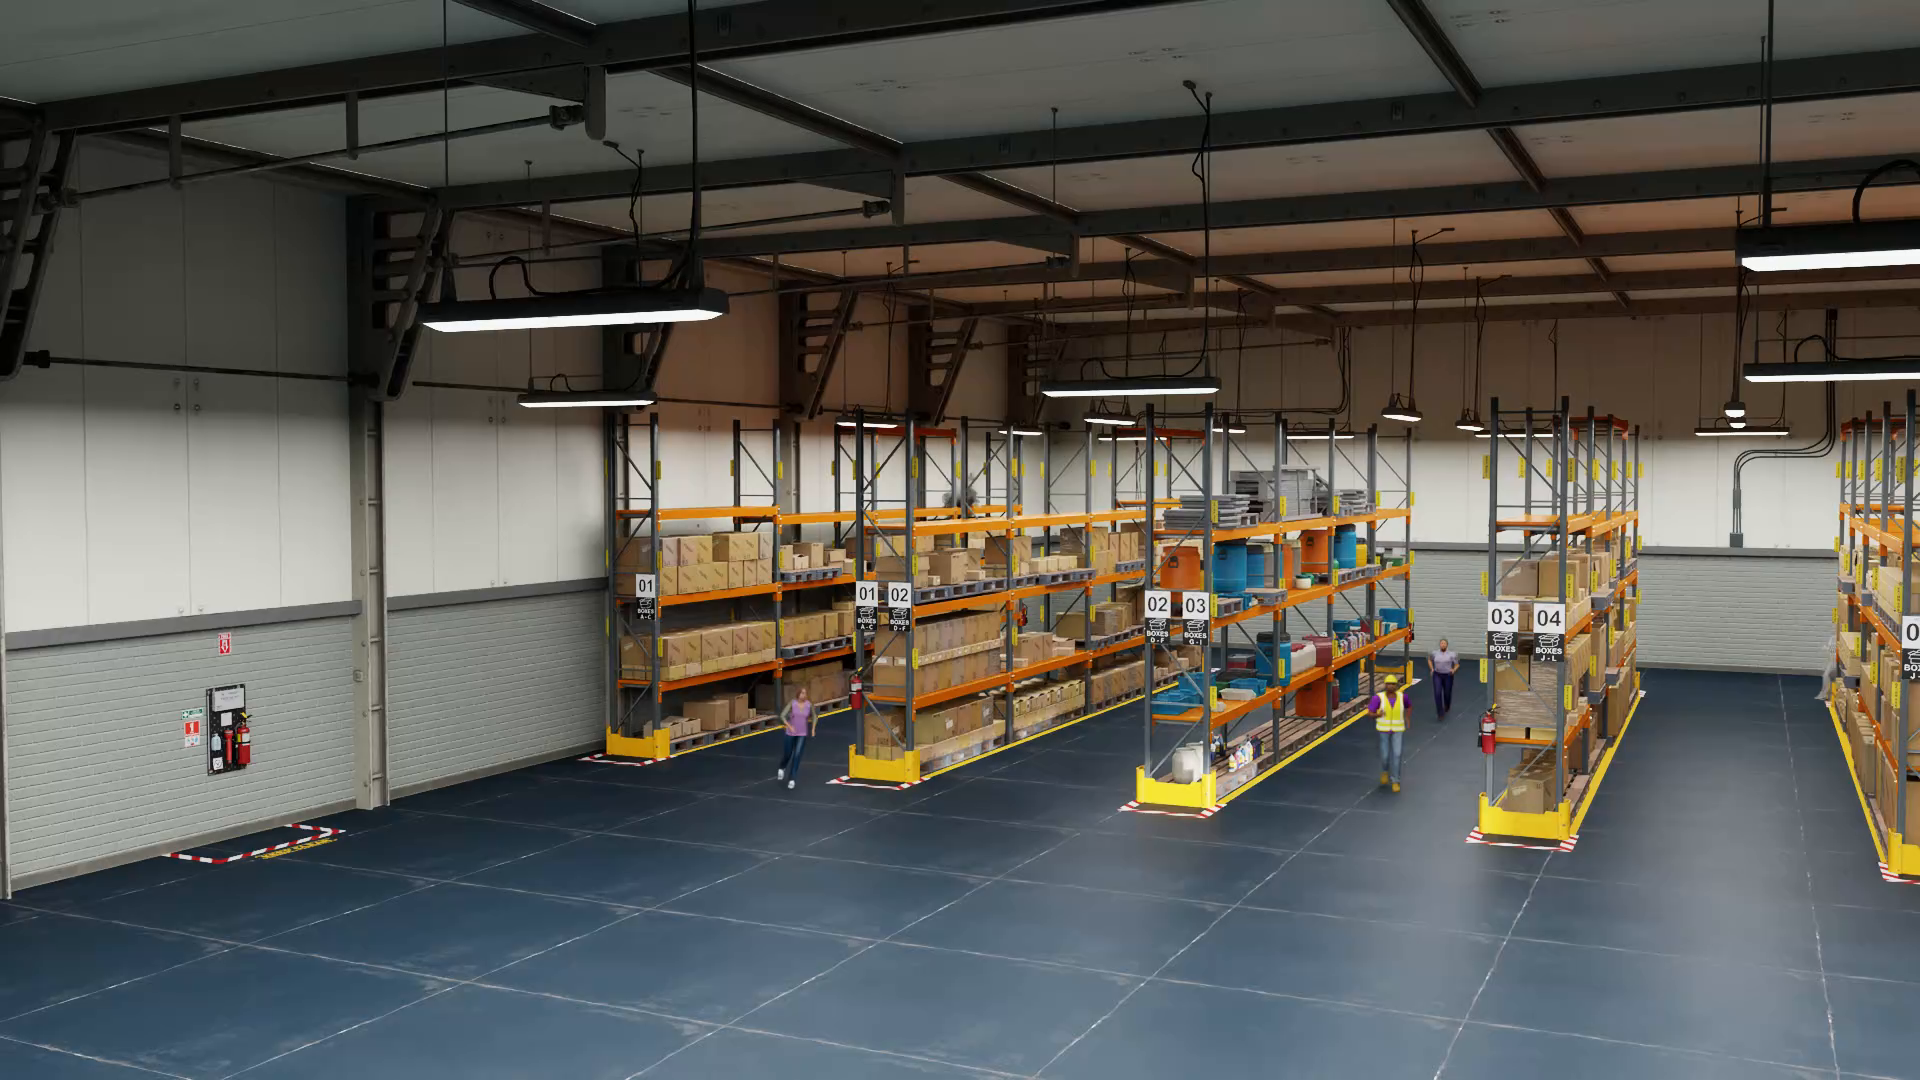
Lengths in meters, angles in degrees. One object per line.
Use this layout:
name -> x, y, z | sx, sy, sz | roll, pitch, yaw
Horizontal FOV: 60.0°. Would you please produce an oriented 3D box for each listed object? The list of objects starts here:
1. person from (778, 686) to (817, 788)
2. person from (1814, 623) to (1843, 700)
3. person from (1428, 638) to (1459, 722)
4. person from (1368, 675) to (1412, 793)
person -> -2.556, 3.097, 26.377 | 0.608, 1.564, 0.785 | -1, 2, -14
person -> 19.047, 2.634, 36.090 | 0.897, 1.702, 0.636 | 1, 3, 21
person -> 9.709, 2.804, 33.429 | 0.607, 1.635, 0.830 | 1, 3, 18
person -> 6.707, 2.986, 25.925 | 0.694, 1.763, 0.951 | 0, 2, 10
